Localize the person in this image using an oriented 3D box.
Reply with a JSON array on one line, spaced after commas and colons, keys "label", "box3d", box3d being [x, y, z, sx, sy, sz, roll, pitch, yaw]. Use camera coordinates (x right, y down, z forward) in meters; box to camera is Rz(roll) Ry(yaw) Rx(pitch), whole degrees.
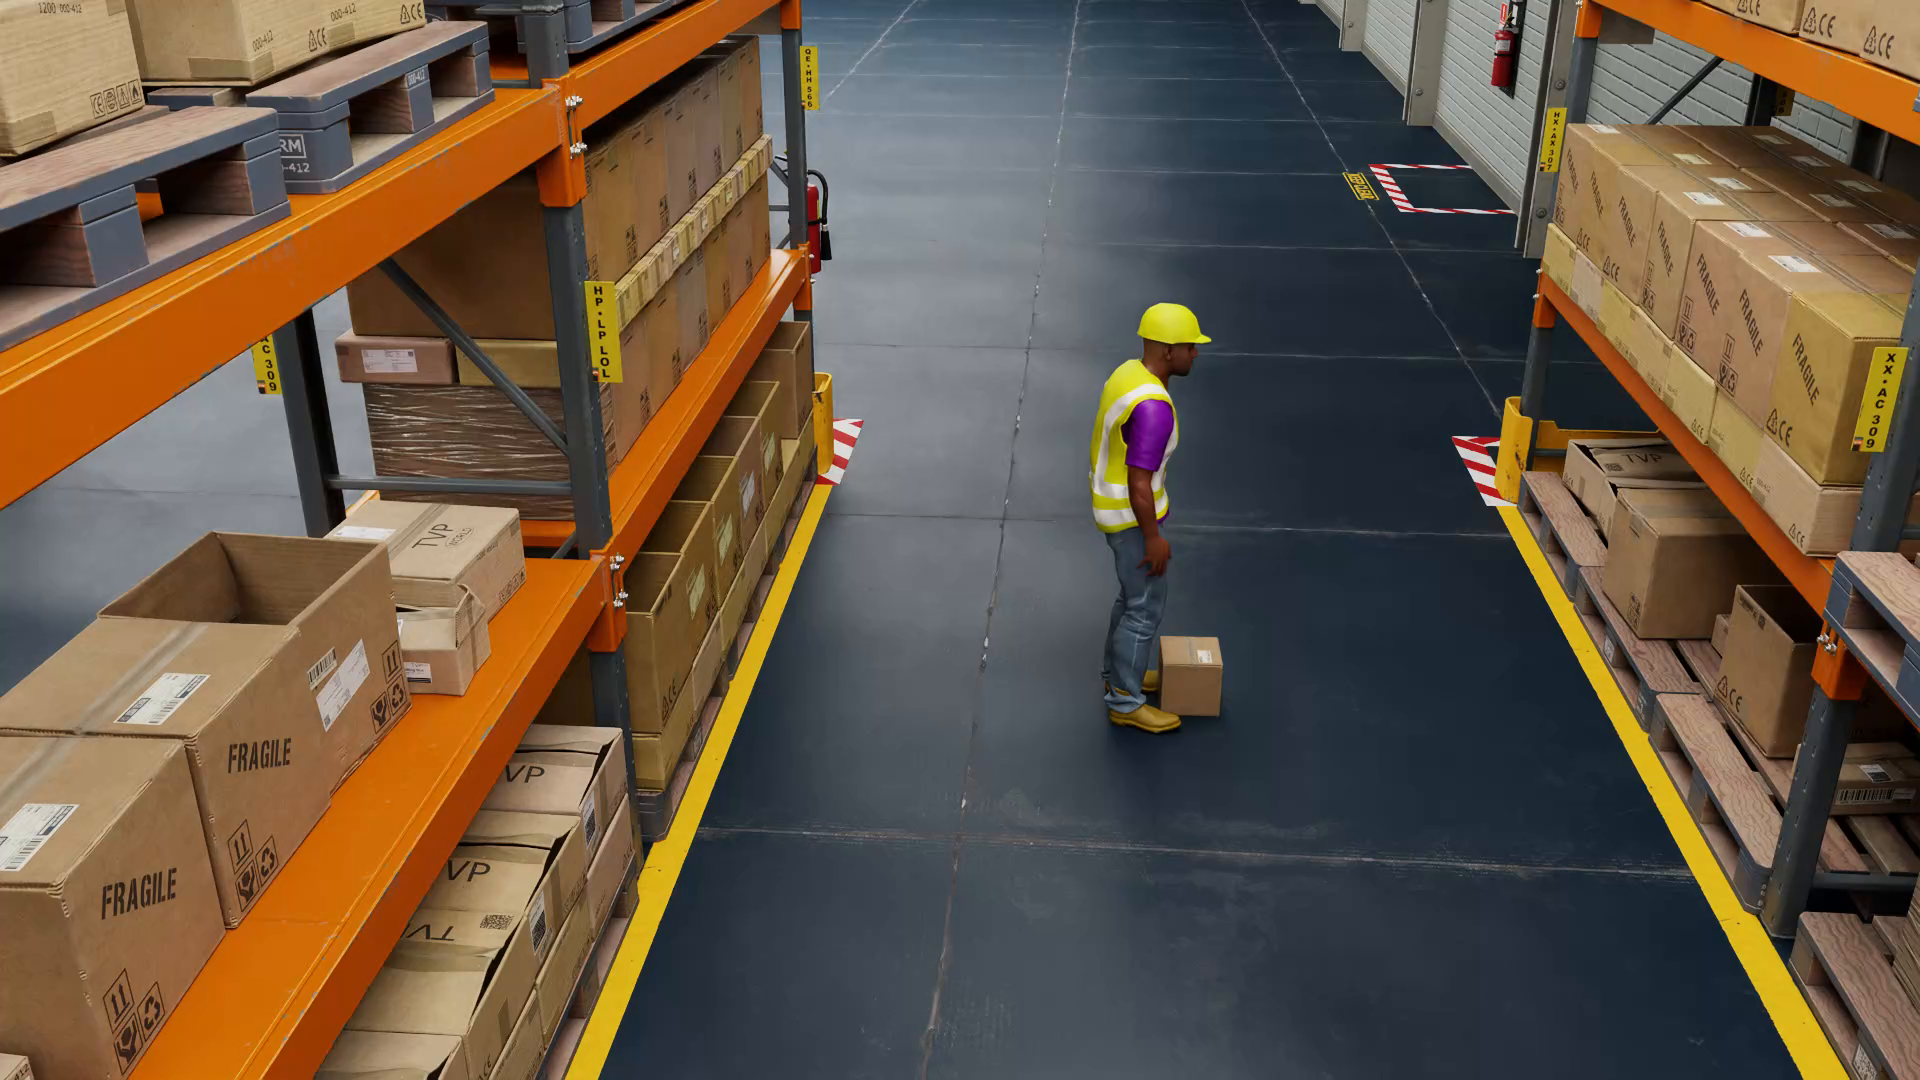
[{"label": "person", "box3d": [0.757, -0.109, 6.826, 0.462, 1.759, 0.629, 0, 24, 1]}]
